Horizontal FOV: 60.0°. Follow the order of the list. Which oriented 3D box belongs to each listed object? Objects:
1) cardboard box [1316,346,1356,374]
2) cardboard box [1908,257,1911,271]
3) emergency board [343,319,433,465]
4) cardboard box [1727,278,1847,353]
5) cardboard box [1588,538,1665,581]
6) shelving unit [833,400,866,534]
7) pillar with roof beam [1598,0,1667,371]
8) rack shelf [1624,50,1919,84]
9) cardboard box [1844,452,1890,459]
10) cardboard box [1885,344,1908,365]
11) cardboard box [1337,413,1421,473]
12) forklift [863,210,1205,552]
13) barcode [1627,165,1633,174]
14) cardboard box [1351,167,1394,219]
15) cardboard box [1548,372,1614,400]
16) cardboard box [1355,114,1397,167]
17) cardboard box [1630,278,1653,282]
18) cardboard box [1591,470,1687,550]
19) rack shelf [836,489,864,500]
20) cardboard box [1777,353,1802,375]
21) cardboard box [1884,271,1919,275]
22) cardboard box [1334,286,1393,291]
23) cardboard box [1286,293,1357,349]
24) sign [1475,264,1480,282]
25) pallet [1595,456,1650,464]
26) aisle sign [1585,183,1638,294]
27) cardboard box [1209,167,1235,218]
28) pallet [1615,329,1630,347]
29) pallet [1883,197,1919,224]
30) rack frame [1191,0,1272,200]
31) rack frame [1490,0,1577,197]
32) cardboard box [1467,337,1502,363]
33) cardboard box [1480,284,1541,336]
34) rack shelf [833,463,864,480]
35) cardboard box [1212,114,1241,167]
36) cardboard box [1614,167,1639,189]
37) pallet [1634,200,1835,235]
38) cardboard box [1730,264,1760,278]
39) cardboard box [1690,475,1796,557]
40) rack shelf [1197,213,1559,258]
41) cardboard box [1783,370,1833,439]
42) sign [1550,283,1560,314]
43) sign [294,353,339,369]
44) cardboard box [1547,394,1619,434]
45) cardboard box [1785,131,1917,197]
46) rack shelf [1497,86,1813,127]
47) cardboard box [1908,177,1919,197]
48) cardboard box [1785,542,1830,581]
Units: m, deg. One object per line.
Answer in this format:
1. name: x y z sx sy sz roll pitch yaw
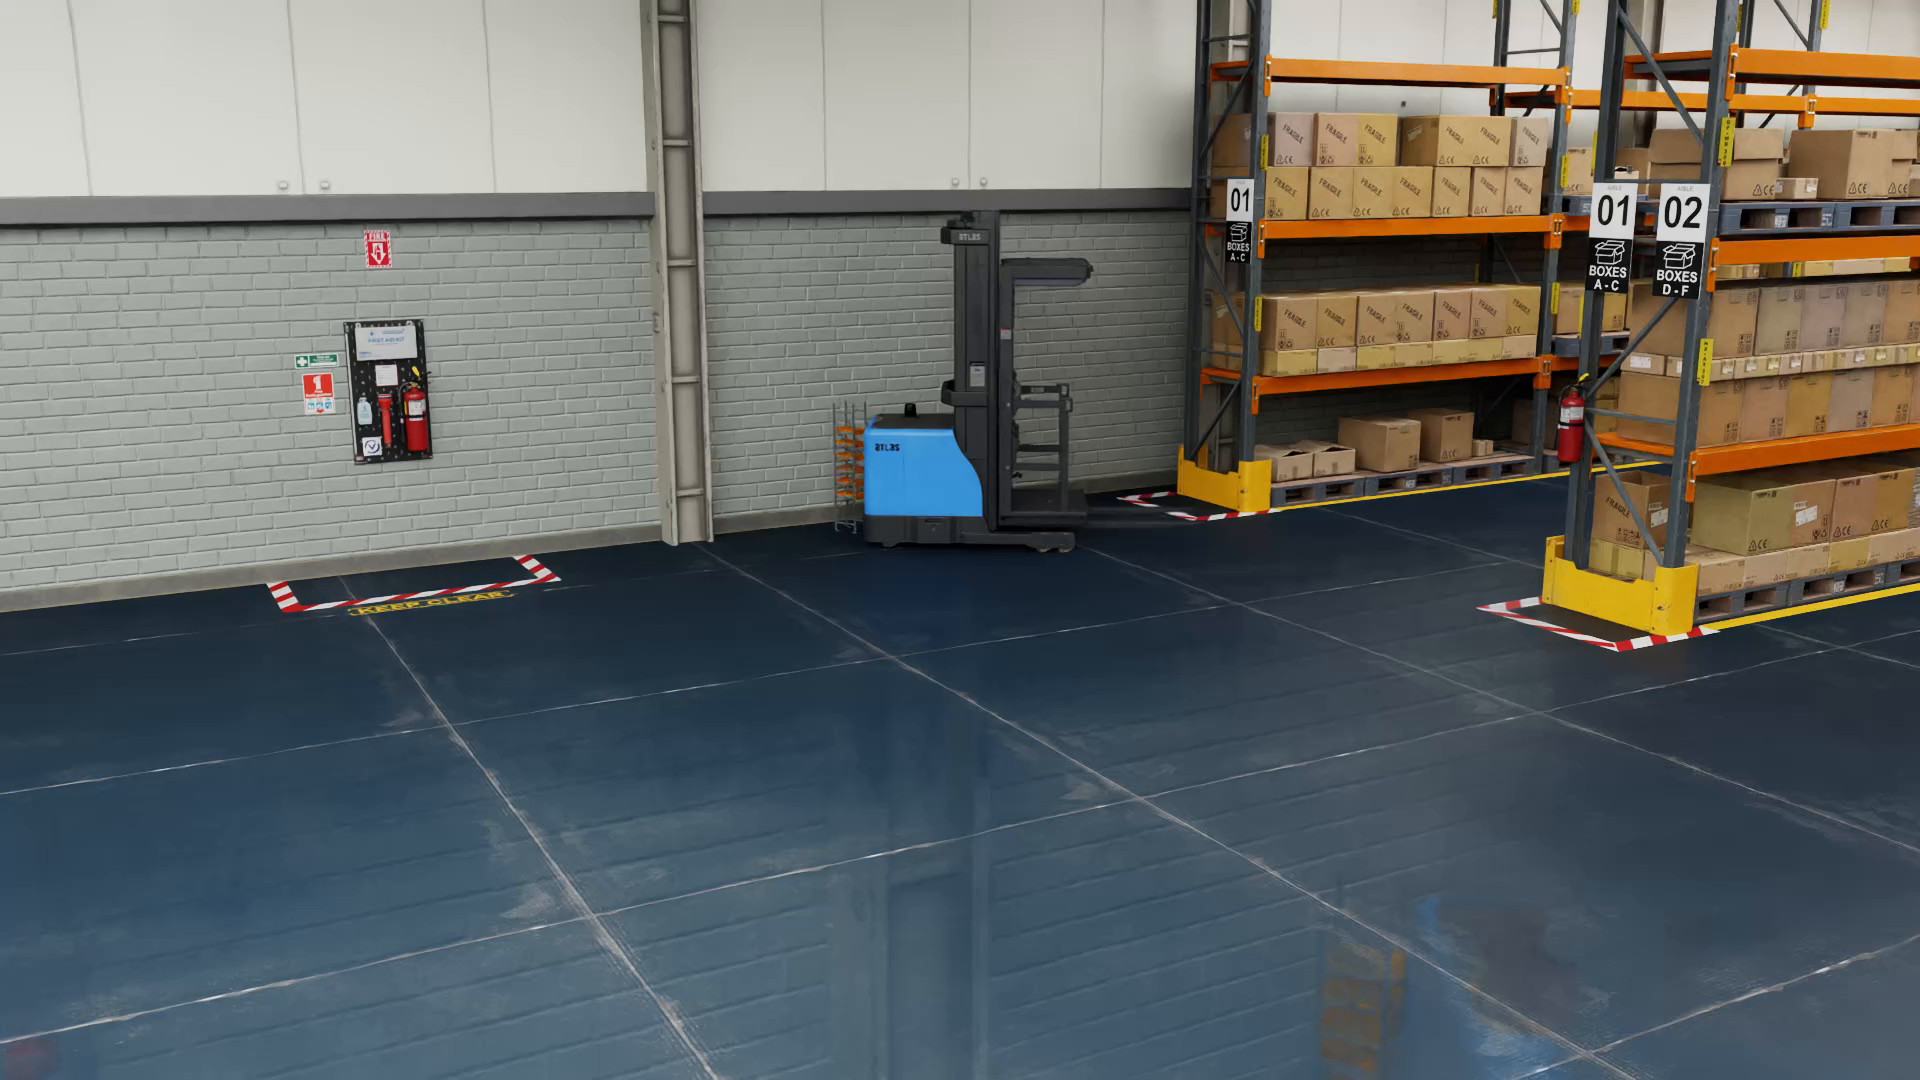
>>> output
1. cardboard box: 3.624 -1.835 16.726 0.500 0.250 0.500 -7 15 -30
2. cardboard box: 11.939 -3.479 21.075 0.500 0.250 0.500 -7 14 -27
3. emergency board: -4.660 -1.207 13.641 0.643 1.169 0.194 -7 14 -28
4. cardboard box: 6.335 -1.740 12.826 0.500 0.500 0.700 -7 14 -28
5. cardboard box: 5.300 0.127 13.020 0.500 0.250 0.500 -7 14 -28
6. shelving unit: -1.014 -0.676 15.380 0.258 1.200 0.189 8 15 32
7. pillar with roof beam: 10.123 -4.819 16.028 0.400 9.000 9.100 -7 14 -28
8. rack shelf: 6.727 -3.583 12.638 3.809 0.124 0.919 -7 14 -28
9. cardboard box: 7.490 -0.504 14.115 0.500 0.500 0.500 -7 14 -28
10. cardboard box: 7.231 -1.479 13.145 0.250 0.149 0.380 -6 14 -26
11. cardboard box: 4.413 -1.029 17.540 0.500 0.500 0.700 -8 15 -31
12. forklift: 0.667 -1.444 14.849 3.031 2.935 1.130 0 13 2
13. barcode: 5.005 -2.768 12.421 0.075 0.075 0.001 -7 14 -28
14. cardboard box: 3.950 -3.465 16.567 0.500 0.500 0.500 -6 14 -25
15. cardboard box: 7.128 -1.760 19.081 0.500 0.250 0.500 -7 15 -29
16. cardboard box: 3.958 -3.953 16.461 0.500 0.500 0.500 -6 14 -26
17. cardboard box: 8.125 -2.769 19.351 0.500 0.500 0.700 -7 14 -28
18. cardboard box: 5.299 -0.239 12.939 0.500 0.500 0.500 -7 14 -28
19. rack shelf: -1.014 -0.398 15.442 0.258 0.103 0.180 8 15 32
20. cardboard box: 6.091 -1.342 12.534 0.250 0.149 0.380 -7 14 -29
21. cardboard box: 8.096 -1.951 13.764 0.500 0.500 0.700 -7 14 -28
22. cardboard box: 4.246 -2.403 17.543 0.500 0.500 0.500 -7 14 -27
23. cardboard box: 3.596 -2.195 16.621 0.500 0.500 0.500 -7 14 -28
24. sign: 5.836 -2.943 18.717 0.005 0.325 0.100 -7 14 -28
25. pallet: 7.860 -1.122 19.616 1.213 0.211 1.003 -7 14 -28
26. aisle sign: 4.773 -2.214 12.196 0.004 0.787 0.394 -7 14 -28
27. cardboard box: 2.839 -3.465 16.570 0.500 0.500 0.500 -6 14 -24
28. pallet: 7.898 -2.383 19.301 1.213 0.211 1.003 -7 14 -28
29. pallet: 7.746 -2.643 13.390 1.213 0.211 1.003 -7 14 -28
30. rack frame: 2.594 -4.777 15.842 0.127 3.000 1.000 -7 14 -28
31. rack frame: 6.105 -5.198 17.712 0.127 3.000 1.000 -7 14 -28
32. cardboard box: 5.393 -2.049 17.678 0.500 0.250 0.500 -7 14 -28
33. cardboard box: 5.838 -2.465 17.817 0.500 0.500 0.500 -7 14 -28
34. rack shelf: -1.014 -0.633 15.389 0.258 0.103 0.180 8 15 32
35. cardboard box: 2.847 -3.956 16.474 0.500 0.500 0.500 -6 14 -25
36. cardboard box: 7.164 -4.003 18.480 0.500 0.311 0.500 -6 14 -26
37. pallet: 5.604 -2.386 12.249 1.213 0.211 1.003 -7 14 -28
38. cardboard box: 9.328 -3.230 19.923 0.250 0.149 0.380 -9 16 -35
39. cardboard box: 5.986 -0.192 12.729 0.500 0.500 0.500 -7 14 -28
40. rack shelf: 4.350 -3.173 17.185 4.000 0.370 1.077 -7 14 -28
41. cardboard box: 6.284 -1.099 12.933 0.500 0.500 0.700 -7 14 -27
42. sign: 6.372 -2.590 17.814 0.005 0.325 0.100 -7 14 -28
43. sign: -5.186 -1.444 13.404 0.331 0.109 0.001 -7 14 -28
44. cardboard box: 7.173 -1.411 19.239 0.500 0.500 0.700 -7 15 -29
45. cardboard box: 6.976 -2.955 13.066 0.637 0.503 0.797 -5 14 -22
46. rack shelf: 7.861 -4.863 18.770 4.000 0.370 1.077 -7 14 -28
47. cardboard box: 7.554 -2.752 12.969 0.250 0.149 0.380 -7 14 -28
48. cardboard box: 6.425 0.121 13.047 0.500 0.250 0.500 -7 14 -28
